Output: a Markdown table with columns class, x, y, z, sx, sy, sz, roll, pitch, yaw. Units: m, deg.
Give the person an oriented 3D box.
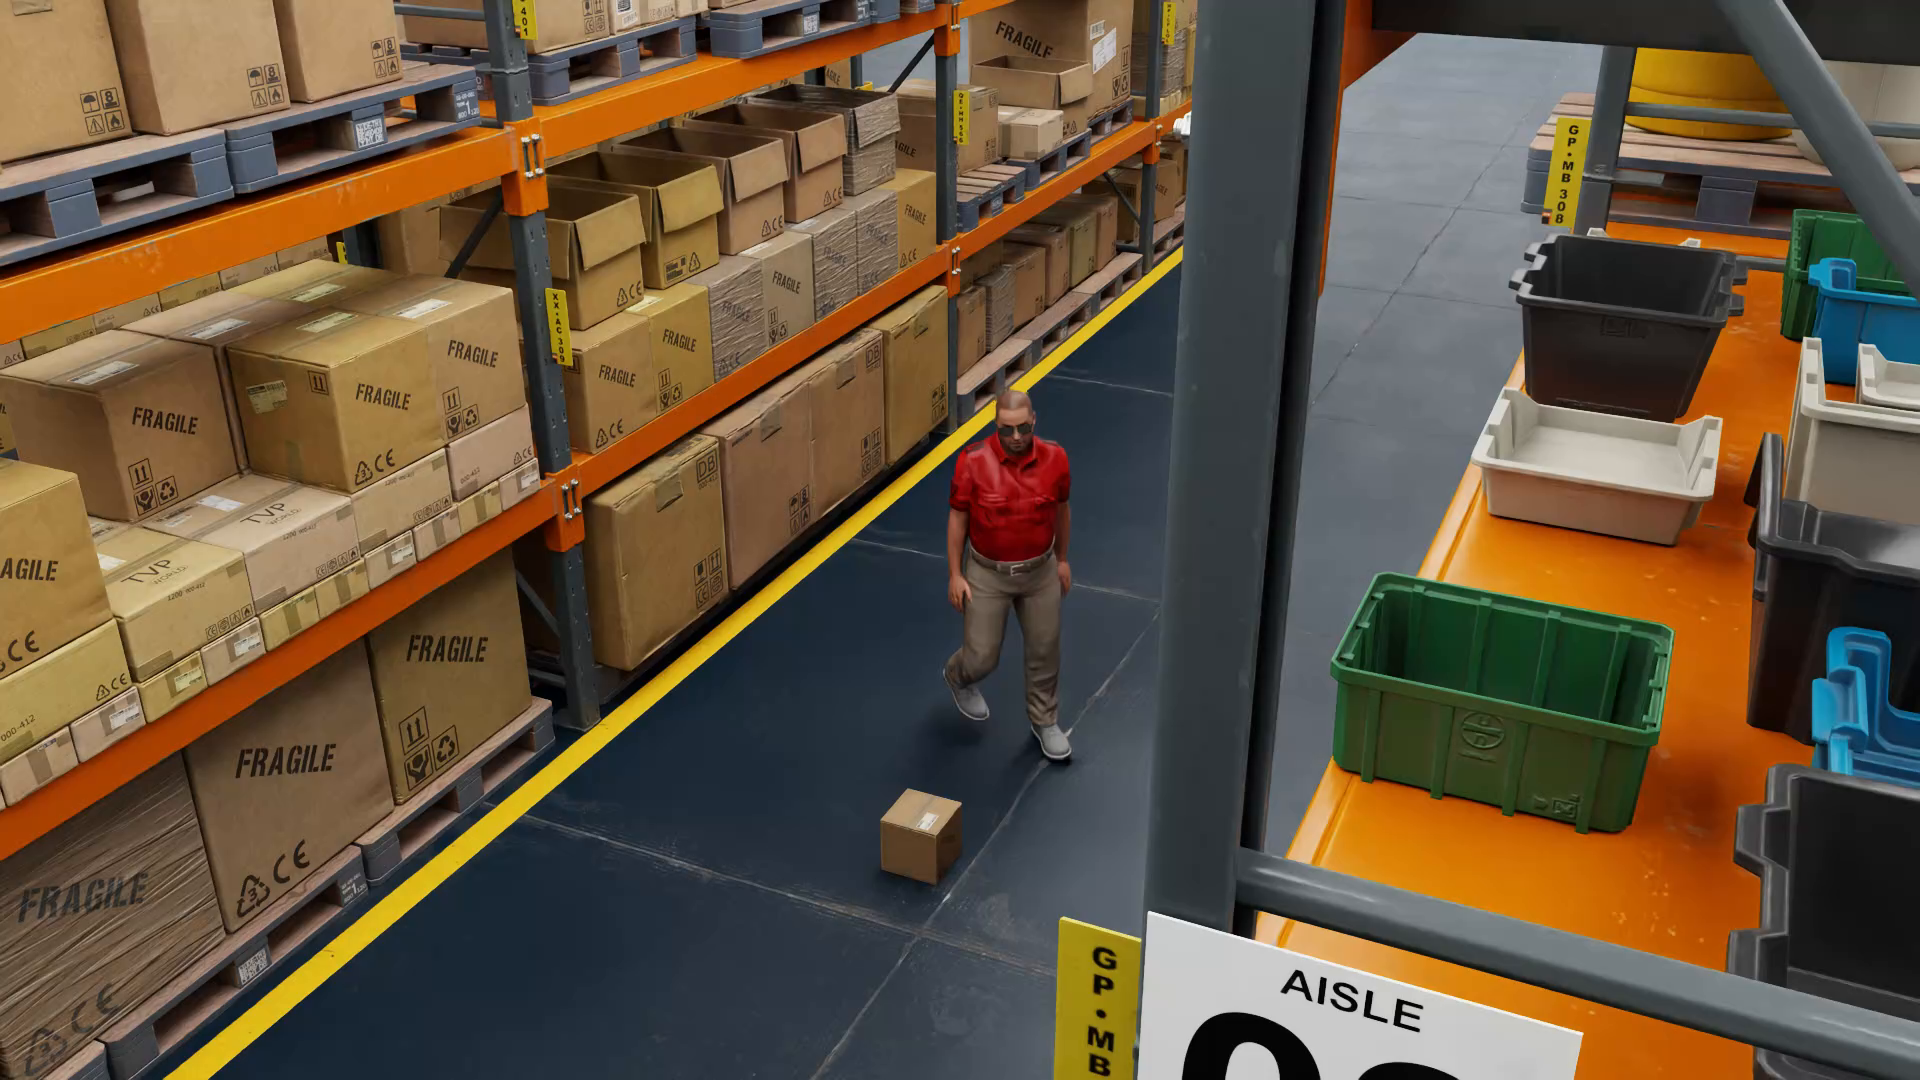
| class | x | y | z | sx | sy | sz | roll | pitch | yaw |
| --- | --- | --- | --- | --- | --- | --- | --- | --- | --- |
| person | 0.223 | 0.124 | 7.339 | 0.585 | 1.719 | 0.609 | -6 | 27 | -13 |
